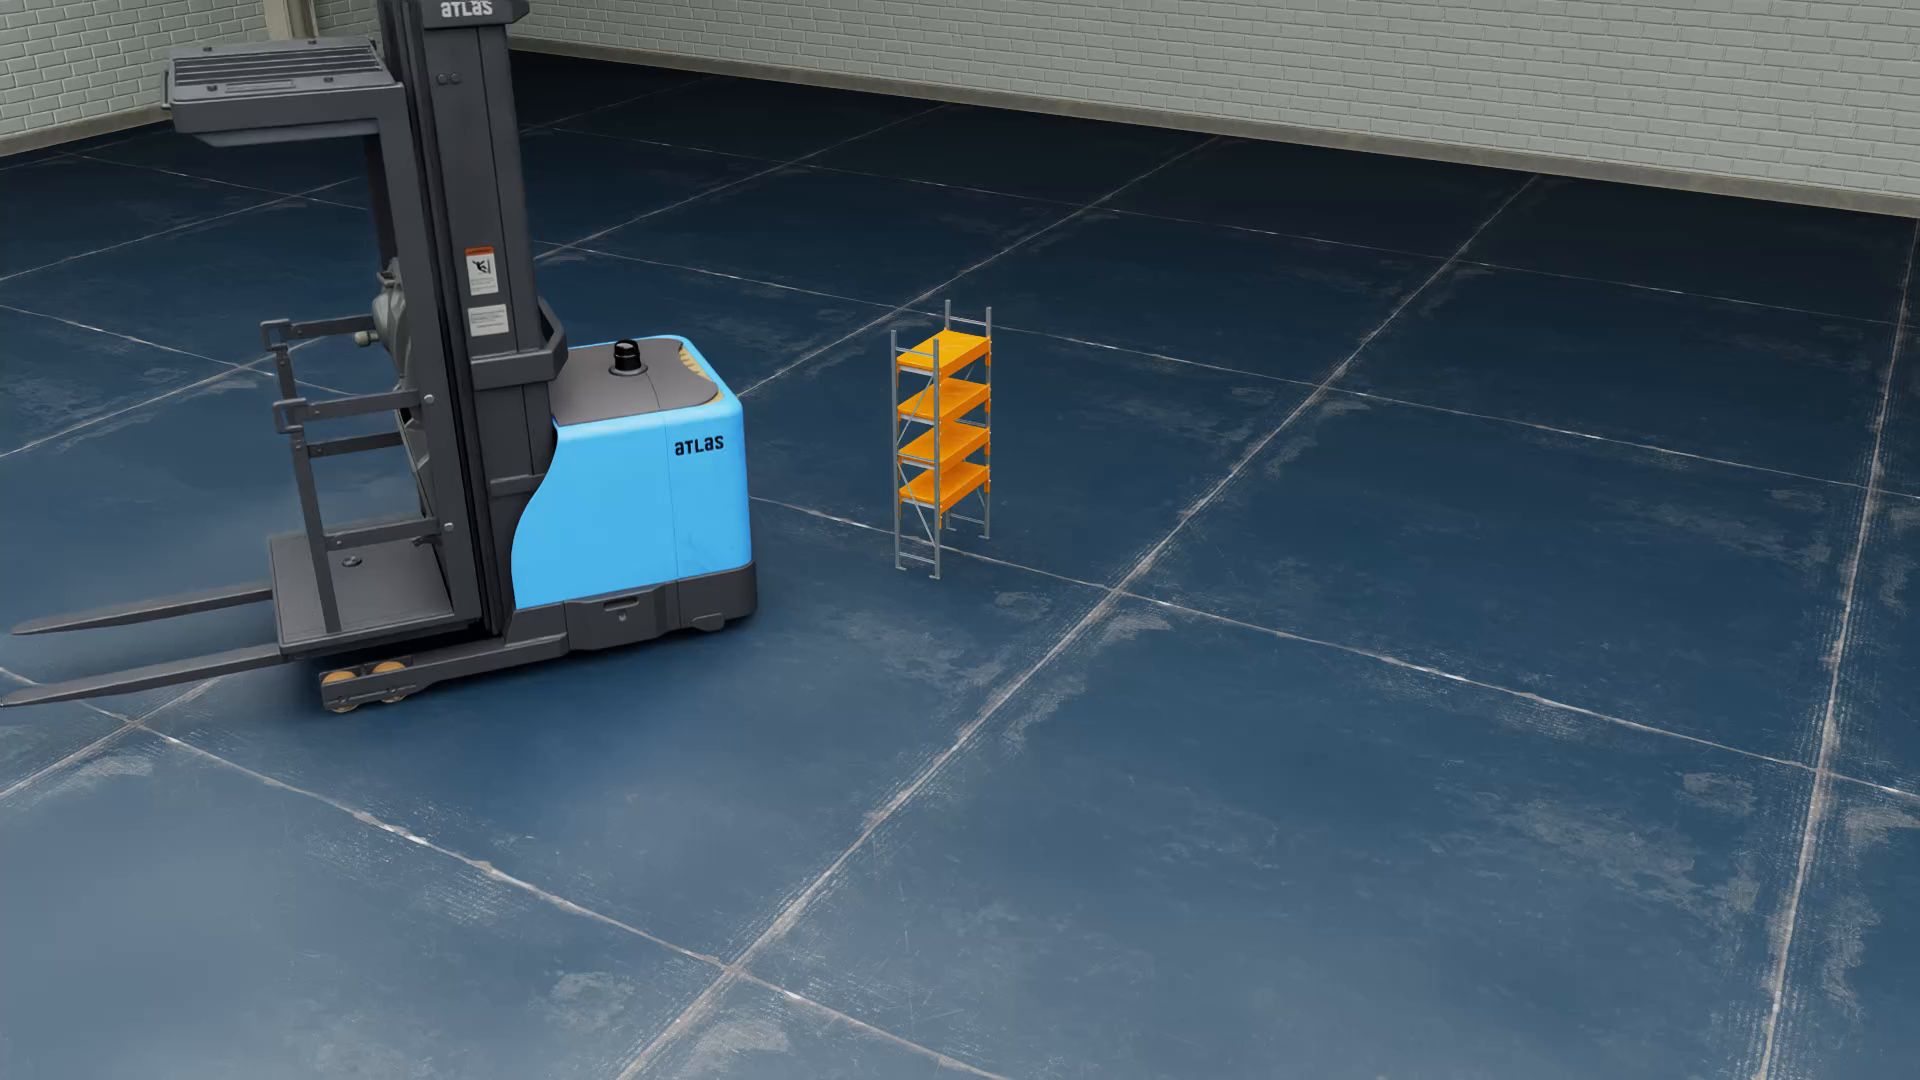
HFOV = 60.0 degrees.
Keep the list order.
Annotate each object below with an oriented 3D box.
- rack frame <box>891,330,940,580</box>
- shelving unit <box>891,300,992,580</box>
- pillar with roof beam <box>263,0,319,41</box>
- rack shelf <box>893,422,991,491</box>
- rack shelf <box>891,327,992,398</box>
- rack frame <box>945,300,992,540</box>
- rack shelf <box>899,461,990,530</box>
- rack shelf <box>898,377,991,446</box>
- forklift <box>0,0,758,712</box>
[{"bbox_3d":[-0.201,-0.377,7.663,0.240,1.200,0.015,14,30,26],"label":"rack frame"},{"bbox_3d":[-0.081,-0.472,7.853,0.258,1.200,0.503,14,30,26],"label":"shelving unit"},{"bbox_3d":[-3.299,-7.890,13.958,9.100,9.000,0.400,14,30,26],"label":"pillar with roof beam"},{"bbox_3d":[-0.081,-0.412,7.883,0.258,0.148,0.480,14,30,26],"label":"rack shelf"},{"bbox_3d":[-0.081,-0.823,7.677,0.258,0.148,0.480,14,30,26],"label":"rack shelf"},{"bbox_3d":[0.039,-0.567,8.043,0.240,1.200,0.015,14,30,26],"label":"rack frame"},{"bbox_3d":[-0.081,-0.234,7.972,0.258,0.148,0.480,14,30,26],"label":"rack shelf"},{"bbox_3d":[-0.081,-0.612,7.783,0.258,0.148,0.480,14,30,26],"label":"rack shelf"},{"bbox_3d":[-2.477,-0.871,6.716,3.031,2.935,1.130,-11,29,-21],"label":"forklift"}]
